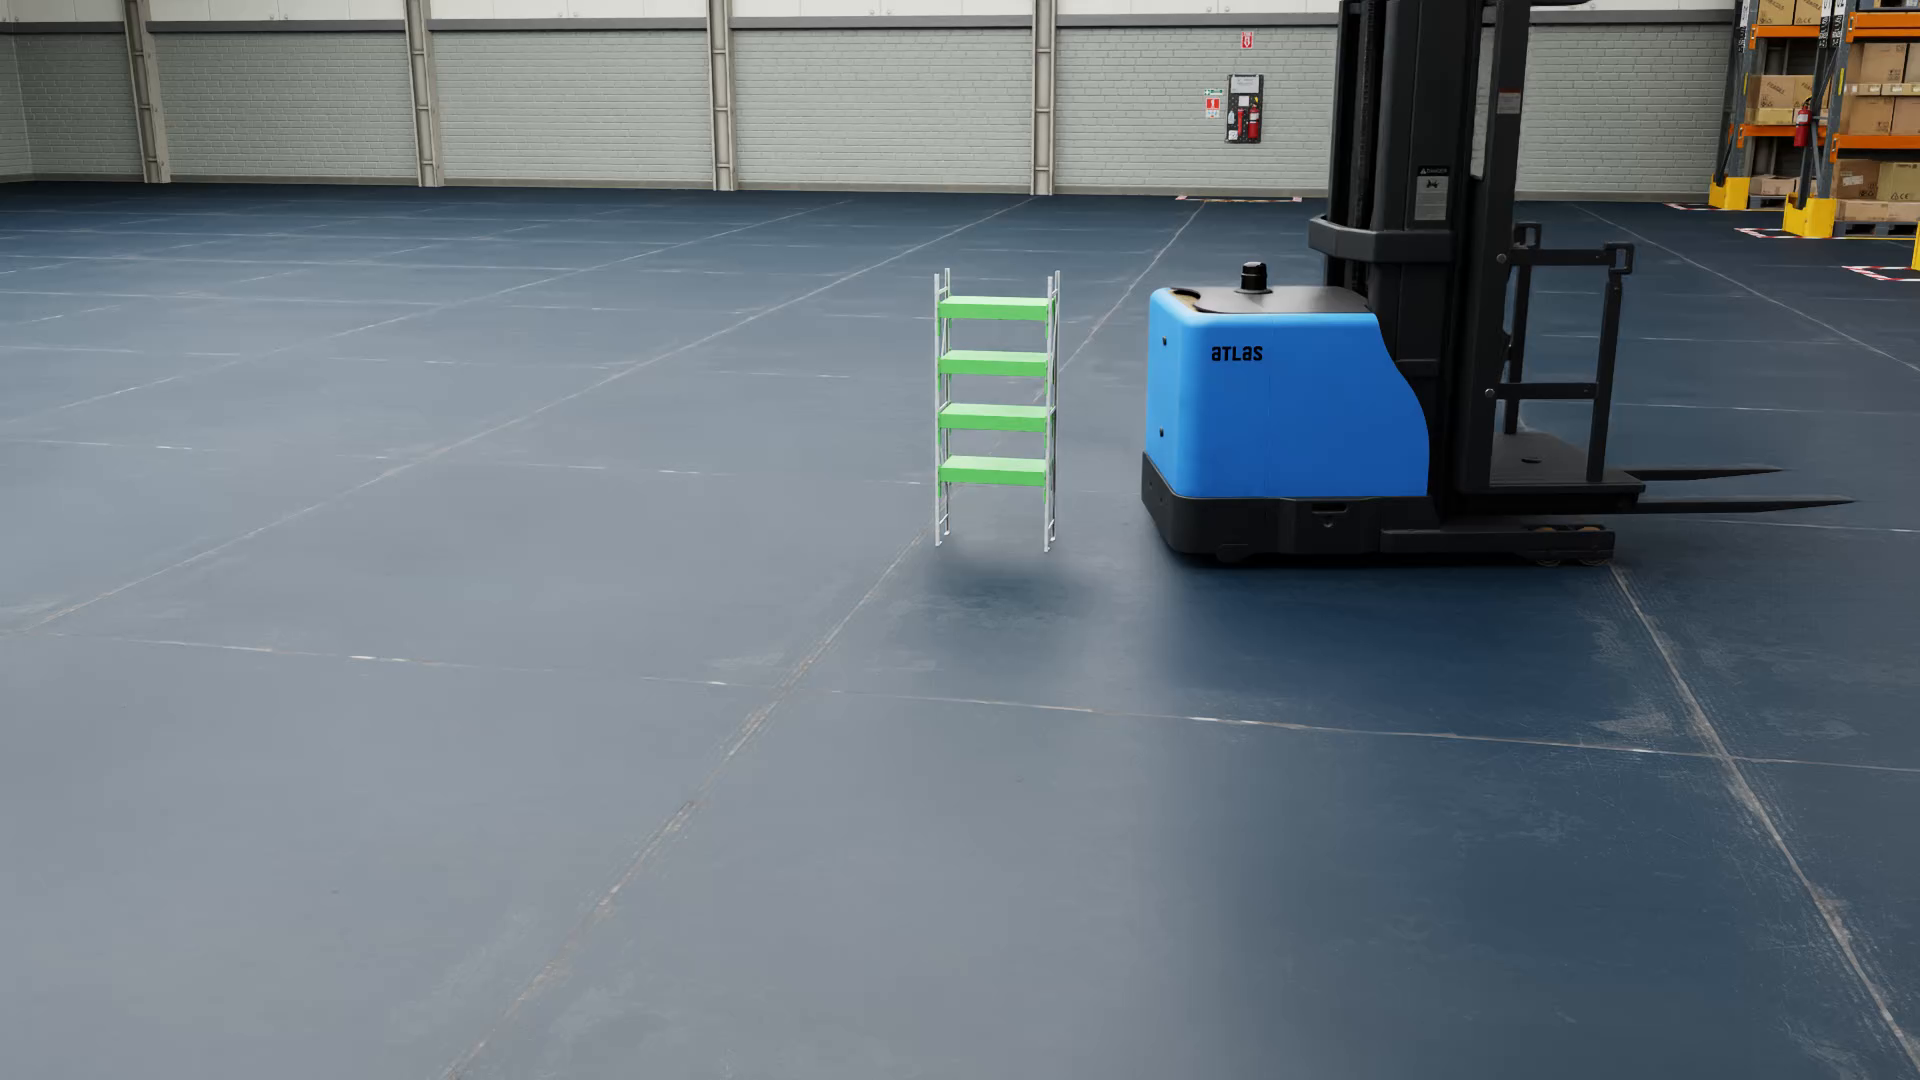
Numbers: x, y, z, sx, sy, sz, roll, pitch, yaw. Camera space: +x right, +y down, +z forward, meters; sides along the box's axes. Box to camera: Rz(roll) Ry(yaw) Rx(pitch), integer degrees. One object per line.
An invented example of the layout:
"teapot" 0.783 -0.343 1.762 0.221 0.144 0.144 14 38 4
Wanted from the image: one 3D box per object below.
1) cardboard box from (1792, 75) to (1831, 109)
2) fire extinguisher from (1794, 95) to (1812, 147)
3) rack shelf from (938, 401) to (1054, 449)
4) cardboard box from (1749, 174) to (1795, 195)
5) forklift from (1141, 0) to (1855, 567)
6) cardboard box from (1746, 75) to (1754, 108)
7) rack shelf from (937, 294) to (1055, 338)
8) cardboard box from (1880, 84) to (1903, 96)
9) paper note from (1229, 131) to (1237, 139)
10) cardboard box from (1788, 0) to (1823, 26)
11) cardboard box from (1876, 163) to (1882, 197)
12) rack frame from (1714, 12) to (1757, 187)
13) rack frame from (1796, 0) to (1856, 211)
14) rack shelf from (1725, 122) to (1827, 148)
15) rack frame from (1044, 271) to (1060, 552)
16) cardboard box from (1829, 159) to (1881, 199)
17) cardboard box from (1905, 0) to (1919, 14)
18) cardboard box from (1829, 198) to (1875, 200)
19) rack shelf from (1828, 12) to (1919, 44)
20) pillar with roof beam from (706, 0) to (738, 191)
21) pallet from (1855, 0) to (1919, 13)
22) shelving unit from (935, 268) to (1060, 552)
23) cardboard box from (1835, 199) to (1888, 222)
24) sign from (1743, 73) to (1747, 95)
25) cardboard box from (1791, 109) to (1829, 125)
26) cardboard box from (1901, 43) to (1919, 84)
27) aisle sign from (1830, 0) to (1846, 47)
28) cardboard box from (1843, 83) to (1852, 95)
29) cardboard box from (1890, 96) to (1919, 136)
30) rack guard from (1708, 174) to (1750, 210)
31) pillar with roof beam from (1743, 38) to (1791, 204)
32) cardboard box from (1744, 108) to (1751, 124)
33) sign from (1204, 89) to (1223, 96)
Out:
"cardboard box" 13.283 -7.027 26.079 0.500 0.500 0.500 3 16 11
"fire extinguisher" 11.386 -5.655 22.434 0.183 0.674 0.296 3 16 11
"rack shelf" 0.162 -0.508 7.317 0.480 0.148 0.258 3 16 11
"cardboard box" 13.053 -5.717 26.724 0.500 0.311 0.500 1 16 5
"forklift" 2.395 -1.440 7.202 3.031 2.935 1.130 -1 15 -2
"cardboard box" 12.897 -7.190 26.669 0.500 0.500 0.500 3 16 10
"rack shelf" 0.162 -0.970 7.189 0.480 0.148 0.258 3 16 11
"cardboard box" 12.010 -5.835 21.536 0.250 0.149 0.380 3 16 10
"paper note" 4.797 -7.114 29.203 0.142 0.148 0.016 3 16 11
"cardboard box" 13.190 -8.243 25.788 0.500 0.500 0.500 4 16 15
"cardboard box" 14.320 -5.726 26.401 0.500 0.500 0.700 2 16 8
"rack frame" 12.392 -6.861 26.641 0.127 3.000 1.000 3 16 11
"rack frame" 11.409 -5.565 21.962 0.127 3.000 1.000 3 16 11
"rack shelf" 14.352 -6.408 26.353 4.000 0.370 1.077 3 16 11
"rack frame" 0.401 -0.556 7.253 0.015 1.200 0.240 3 16 11
"cardboard box" 11.994 -4.853 22.351 0.500 0.500 0.500 3 16 11
"cardboard box" 14.725 -8.164 25.500 0.500 0.500 0.500 2 16 9
"cardboard box" 11.993 -4.491 22.450 0.500 0.250 0.500 3 16 11
"rack shelf" 13.369 -6.557 21.274 4.000 0.370 1.077 3 16 11
"pillar with roof beam" -5.246 -9.772 25.914 0.400 9.000 9.100 3 16 11
"pallet" 12.097 -6.923 21.414 1.213 0.211 1.003 3 16 11
"shelving unit" 0.162 -0.569 7.300 0.503 1.200 0.258 3 16 11
"cardboard box" 11.890 -4.355 21.960 0.500 0.250 0.500 3 16 11
"sign" 12.284 -7.136 26.013 0.005 0.325 0.100 3 16 11
"cardboard box" 13.319 -6.665 26.179 0.500 0.250 0.500 3 16 9
"cardboard box" 12.432 -6.181 21.568 0.500 0.500 0.700 3 16 10
"aisle sign" 11.284 -6.741 21.339 0.004 0.787 0.394 3 16 11
"cardboard box" 11.821 -5.955 21.969 0.250 0.149 0.380 3 16 10
"cardboard box" 12.379 -5.558 21.751 0.500 0.500 0.700 4 16 13
"rack guard" 12.467 -5.652 26.960 0.348 0.500 1.175 3 16 11
"pillar with roof beam" 12.393 -8.815 22.457 0.400 9.000 9.100 3 16 11
"cardboard box" 12.889 -6.824 26.752 0.500 0.250 0.500 3 16 12
"sign" 4.439 -7.837 29.105 0.331 0.109 0.001 3 16 11
